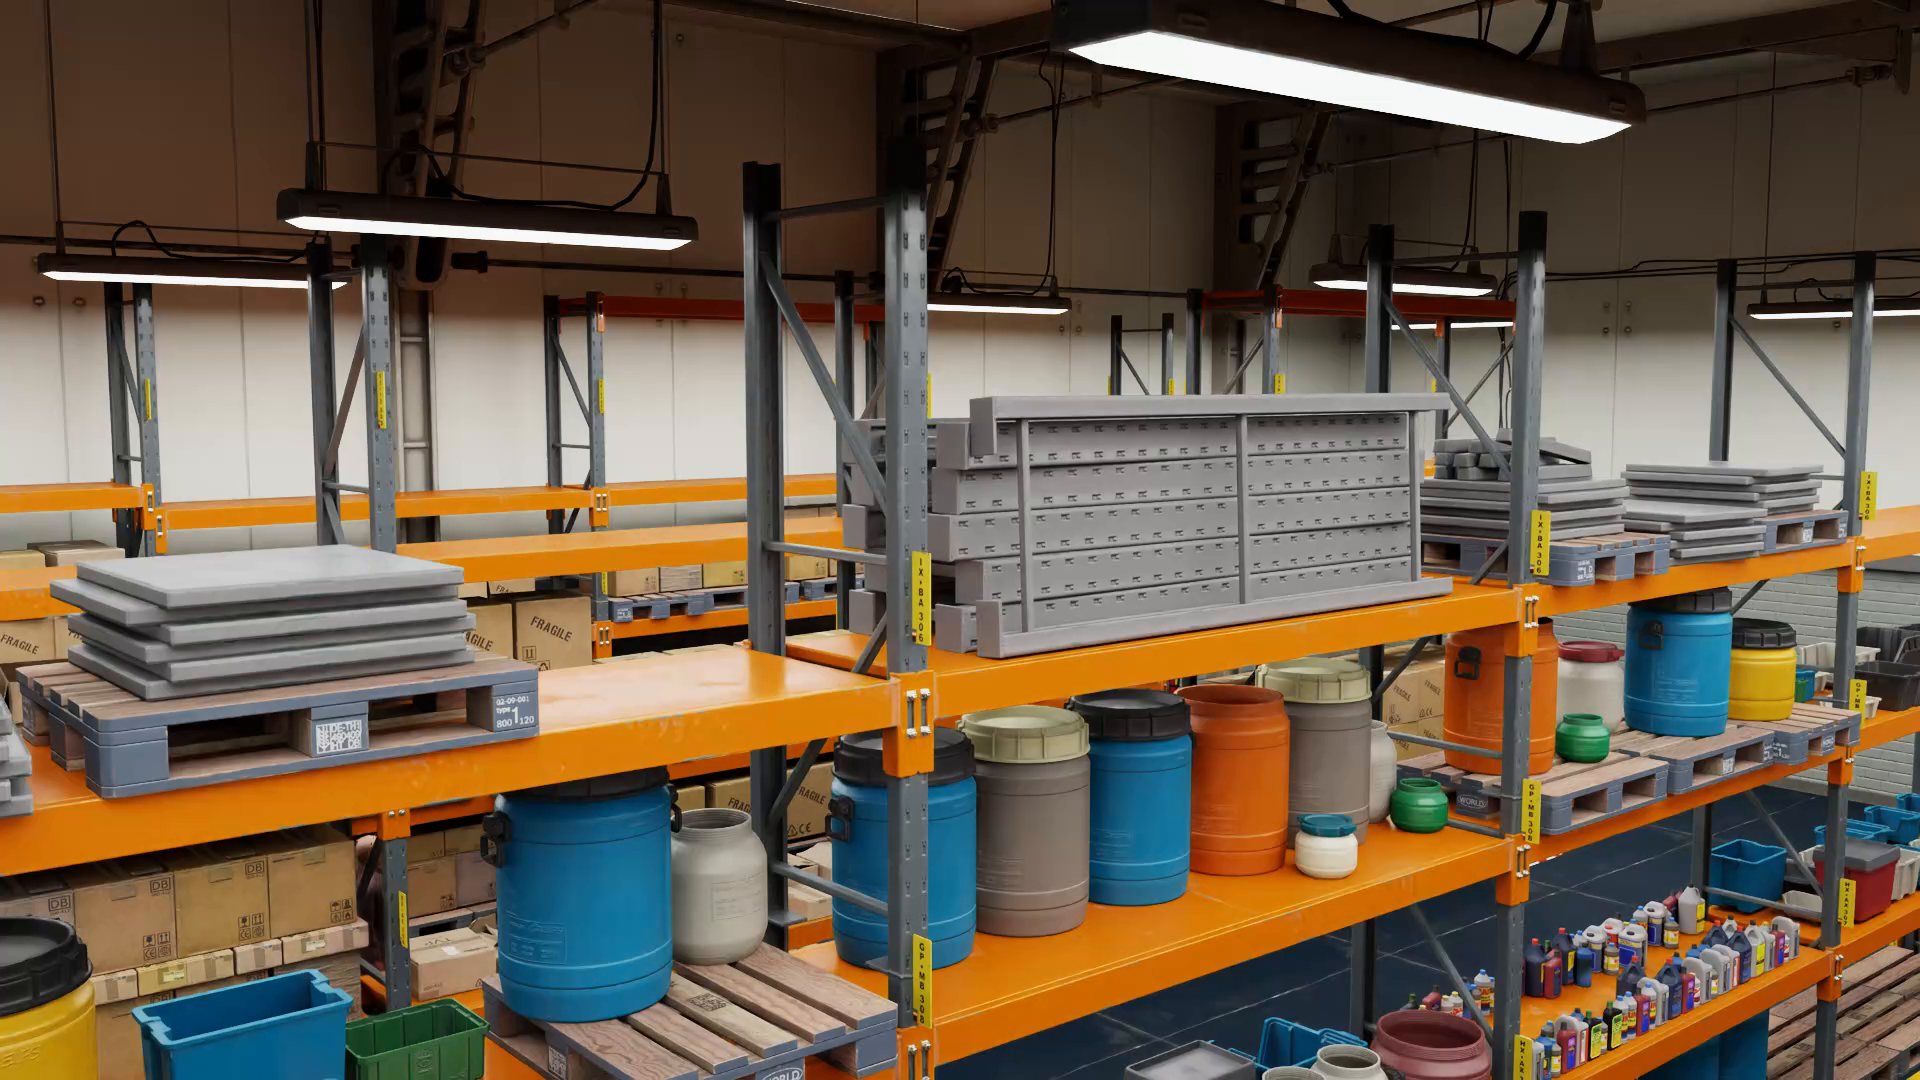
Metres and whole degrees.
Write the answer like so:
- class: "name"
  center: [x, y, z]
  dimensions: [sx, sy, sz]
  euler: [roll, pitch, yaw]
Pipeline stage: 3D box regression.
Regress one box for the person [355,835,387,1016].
- class: "person"
  center: [-4.434, 3.073, 12.501]
  dimensions: [0.765, 1.762, 0.596]
  euler: [-1, 6, -6]
